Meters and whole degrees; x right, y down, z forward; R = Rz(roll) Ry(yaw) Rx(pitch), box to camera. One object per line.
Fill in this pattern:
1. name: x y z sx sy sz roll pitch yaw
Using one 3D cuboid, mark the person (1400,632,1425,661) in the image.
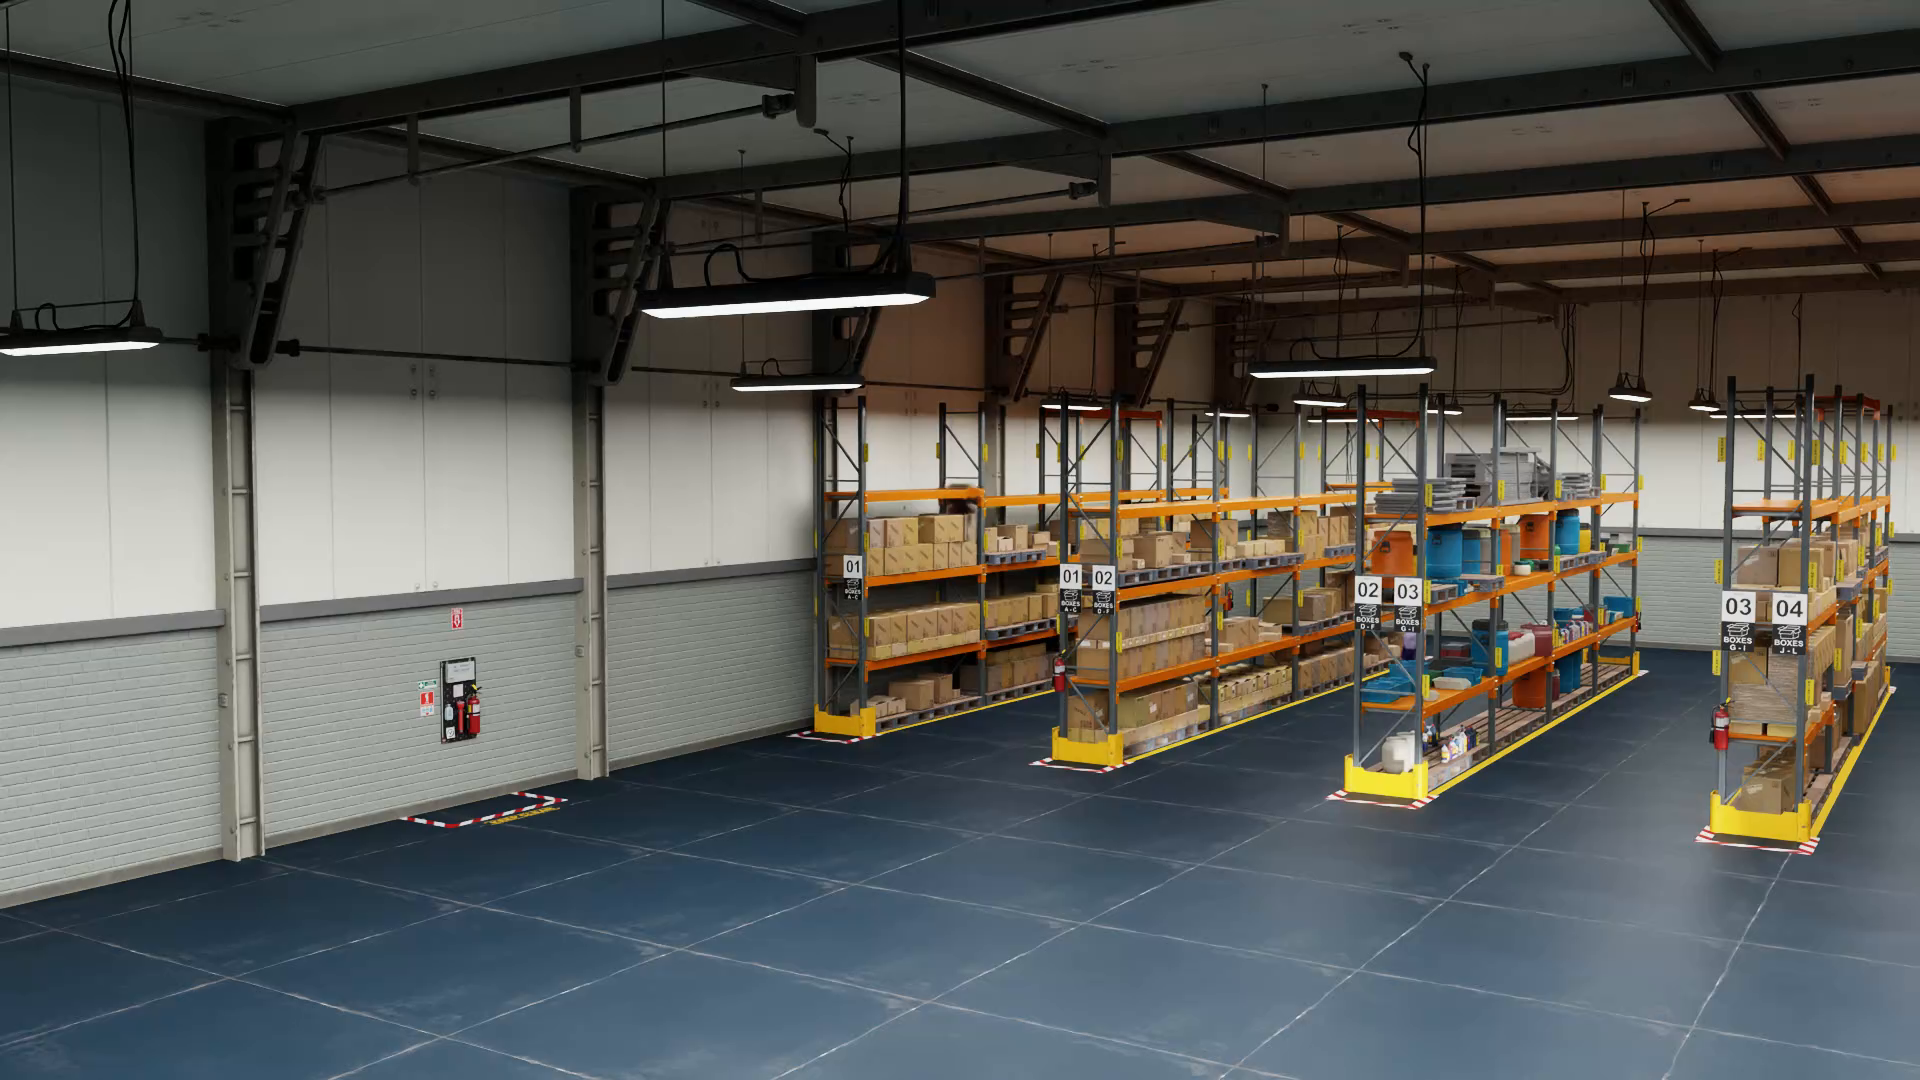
1. person: 9.403 2.372 34.493 0.510 1.613 0.665 2 3 29
